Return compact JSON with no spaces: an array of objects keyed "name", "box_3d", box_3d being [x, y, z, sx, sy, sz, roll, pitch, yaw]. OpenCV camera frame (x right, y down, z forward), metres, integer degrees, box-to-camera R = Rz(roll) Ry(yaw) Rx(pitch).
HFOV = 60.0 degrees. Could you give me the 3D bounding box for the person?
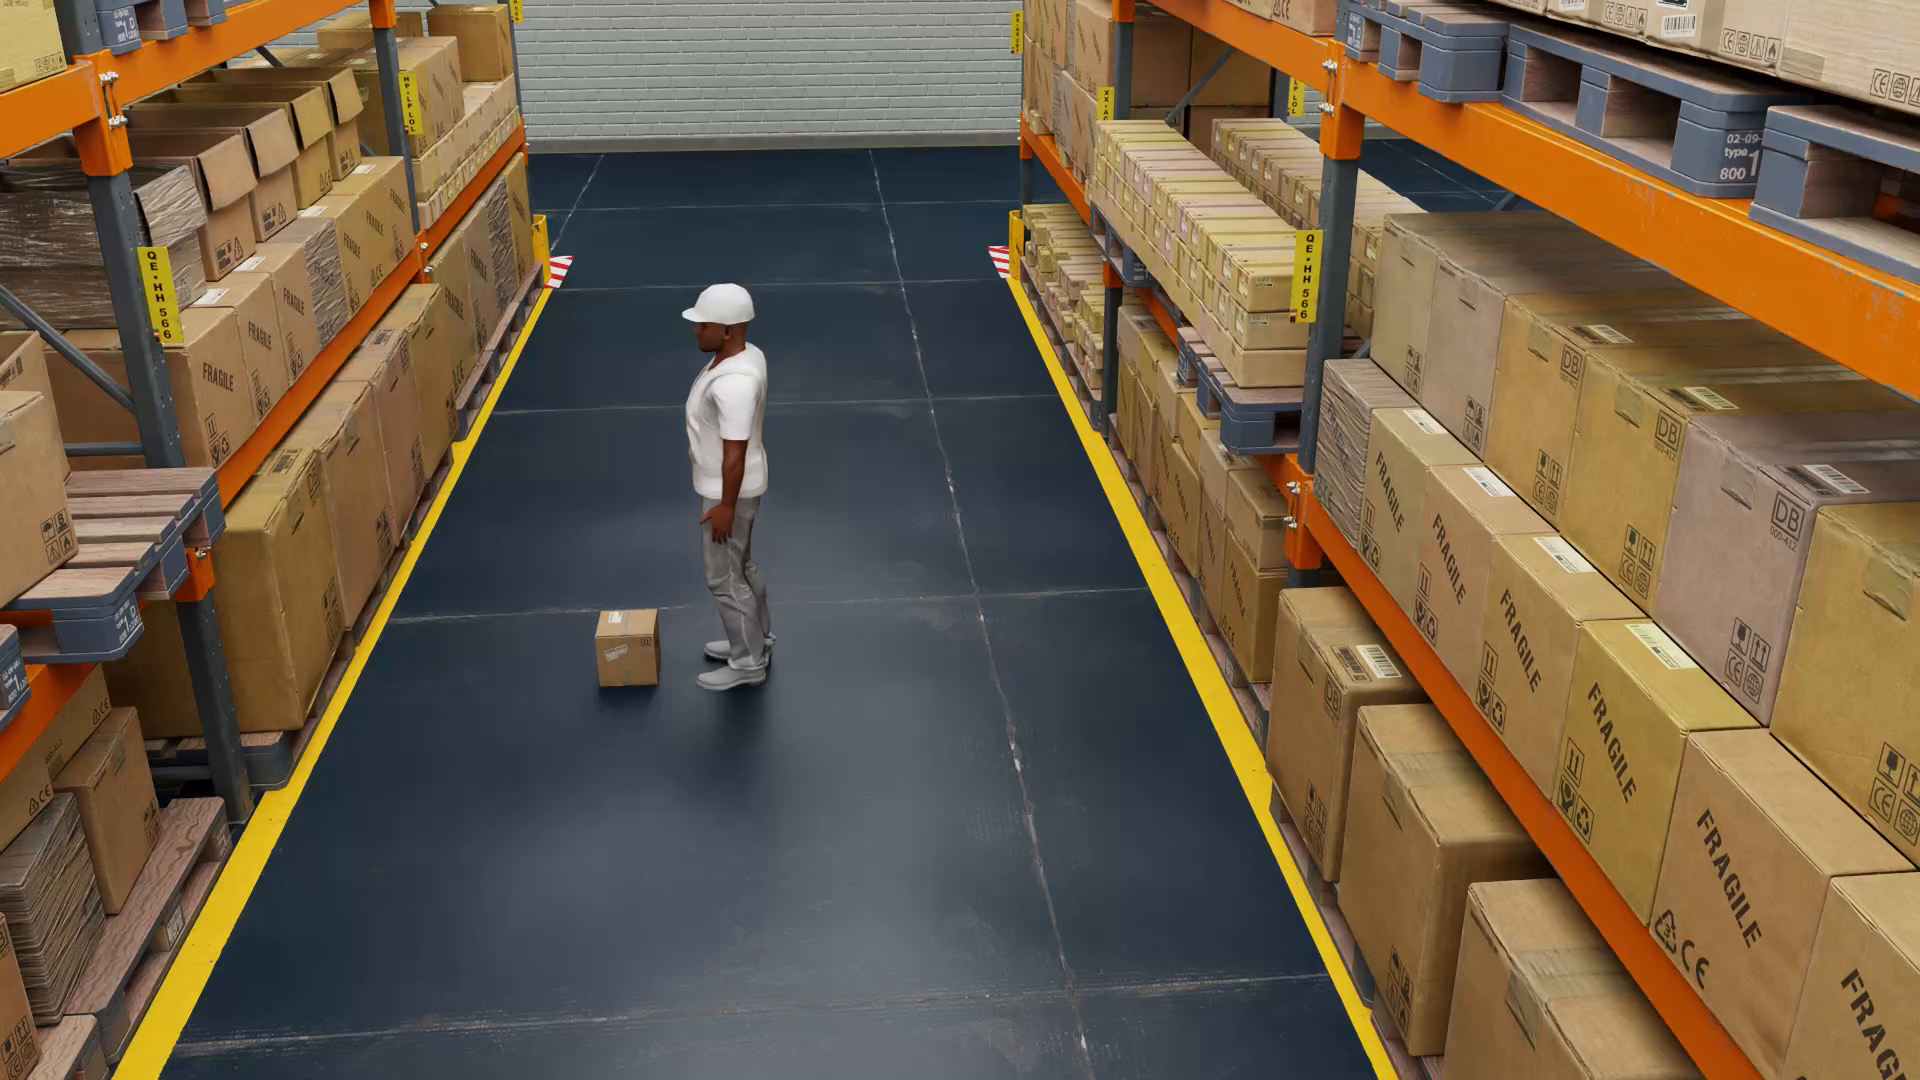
[{"name":"person","box_3d":[-0.986,-0.227,7.100,0.370,1.764,0.564,-2,24,-4]}]
